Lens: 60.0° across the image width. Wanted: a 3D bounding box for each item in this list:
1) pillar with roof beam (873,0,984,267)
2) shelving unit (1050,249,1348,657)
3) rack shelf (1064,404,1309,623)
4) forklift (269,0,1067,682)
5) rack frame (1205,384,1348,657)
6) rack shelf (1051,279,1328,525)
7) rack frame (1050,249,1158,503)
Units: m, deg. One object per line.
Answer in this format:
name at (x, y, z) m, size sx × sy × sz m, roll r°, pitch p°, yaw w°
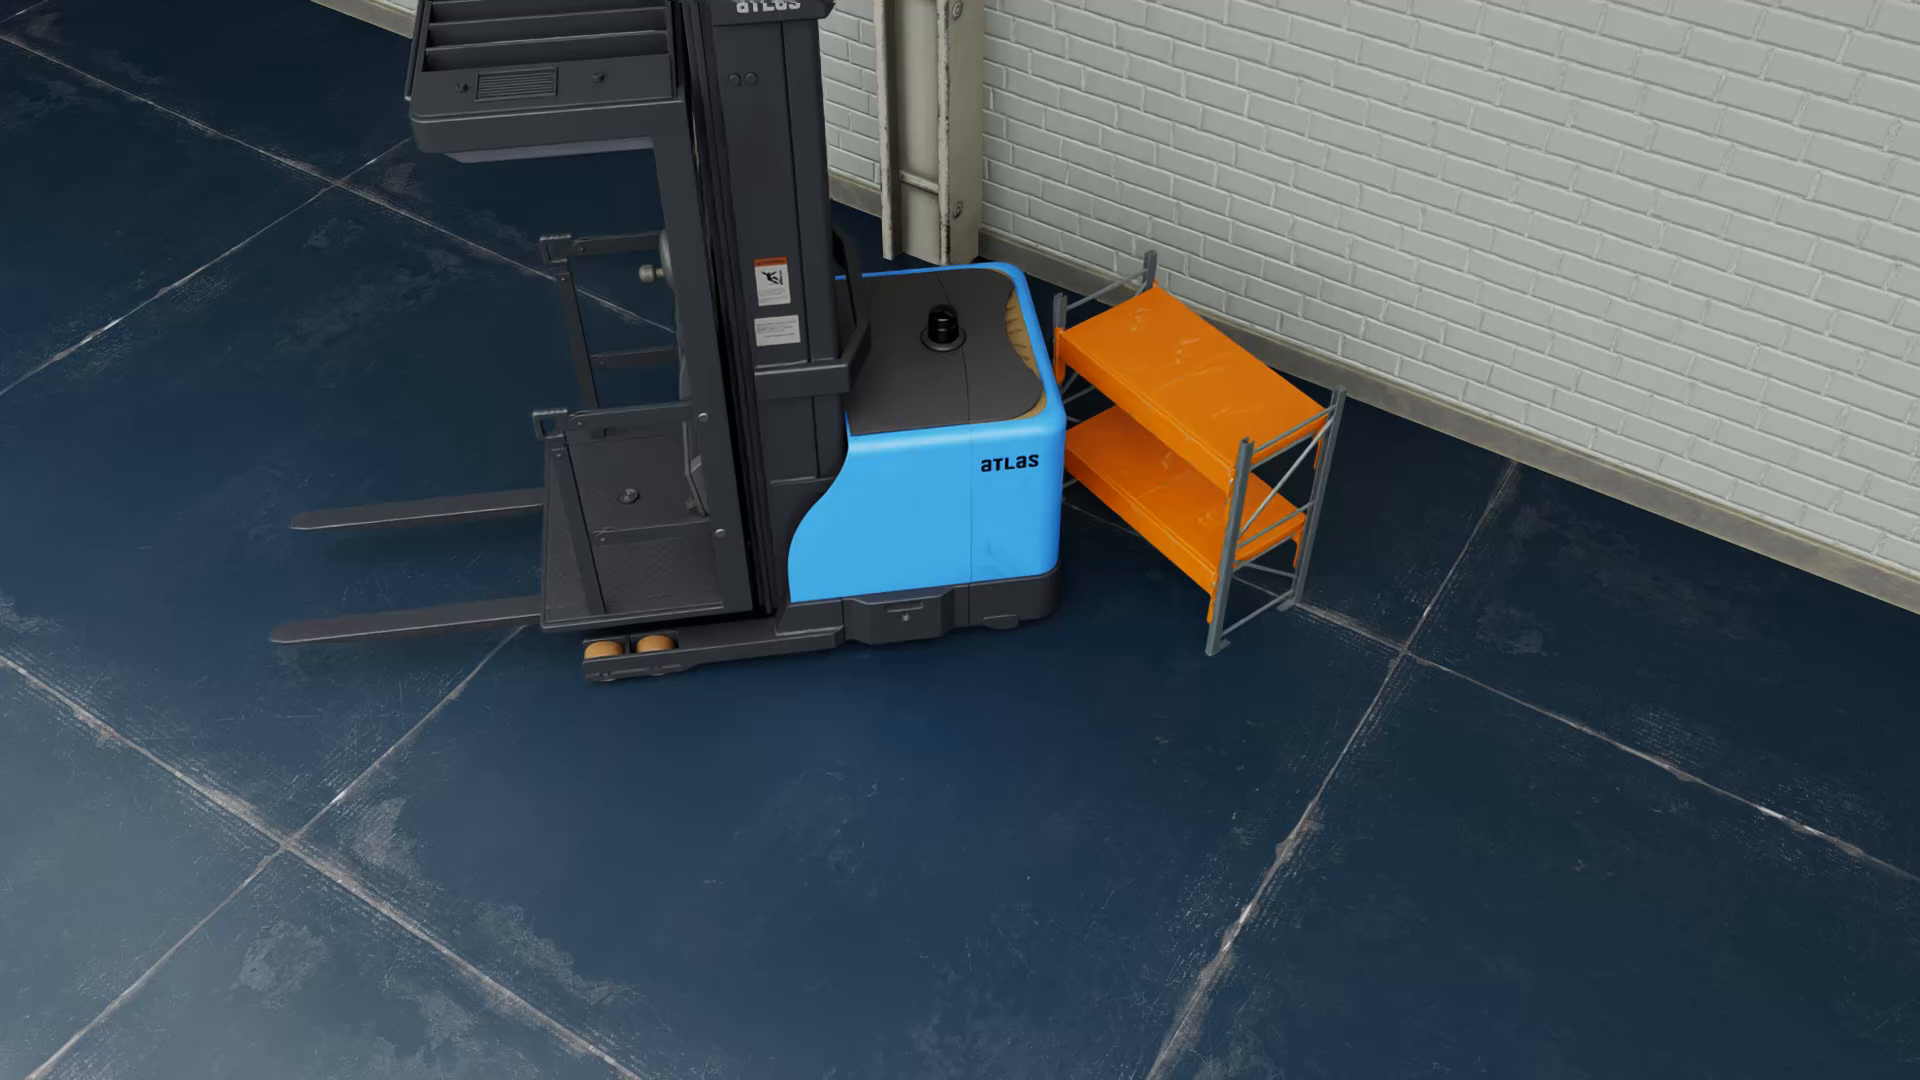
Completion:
pillar with roof beam at (-2.464, -1.976, 2.617) m, size 0.400 × 9.000 × 9.100 m, roll 25°, pitch 51°, yaw 22°
shelving unit at (0.869, -0.341, 6.518) m, size 0.538 × 1.125 × 1.048 m, roll -28°, pitch 52°, yaw -25°
rack shelf at (0.869, -0.170, 6.694) m, size 0.538 × 0.278 × 1.000 m, roll -28°, pitch 52°, yaw -25°
forklift at (-1.165, -0.882, 5.785) m, size 3.031 × 2.935 × 1.130 m, roll -6°, pitch 46°, yaw -6°
rack frame at (1.173, -0.049, 6.235) m, size 0.500 × 1.125 × 0.032 m, roll -28°, pitch 52°, yaw -25°
rack shelf at (0.869, -0.545, 6.309) m, size 0.538 × 0.278 × 1.000 m, roll -28°, pitch 52°, yaw -25°
rack frame at (0.564, -0.632, 6.802) m, size 0.500 × 1.125 × 0.032 m, roll -28°, pitch 52°, yaw -25°
